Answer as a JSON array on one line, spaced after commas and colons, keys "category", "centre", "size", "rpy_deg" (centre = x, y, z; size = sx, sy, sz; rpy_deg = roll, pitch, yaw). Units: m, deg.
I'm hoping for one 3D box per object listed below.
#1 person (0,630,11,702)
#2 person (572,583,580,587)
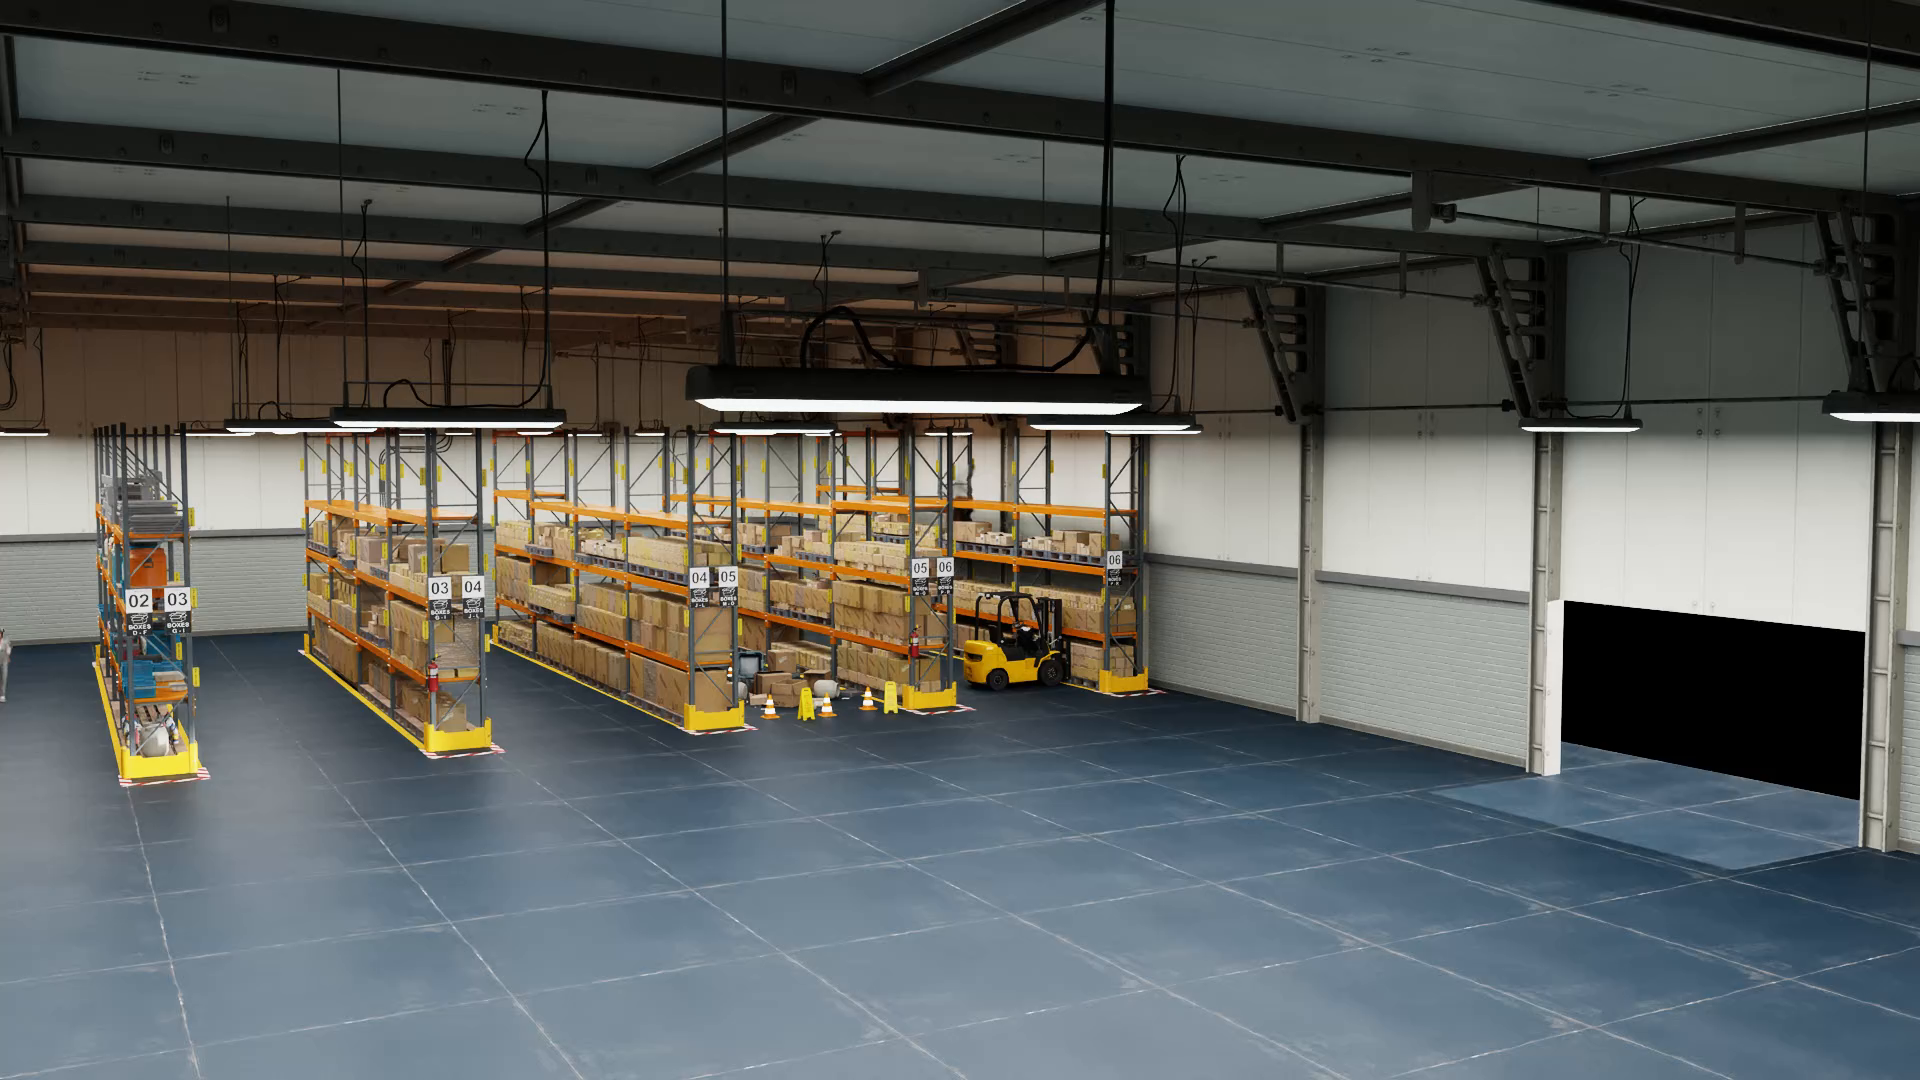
[{"category": "person", "centre": [-21.073, 2.730, 36.428], "size": [0.525, 1.579, 0.822], "rpy_deg": [-3, 5, -41]}, {"category": "person", "centre": [-10.795, 2.017, 46.770], "size": [0.697, 1.755, 0.857], "rpy_deg": [-2, 4, -32]}]
